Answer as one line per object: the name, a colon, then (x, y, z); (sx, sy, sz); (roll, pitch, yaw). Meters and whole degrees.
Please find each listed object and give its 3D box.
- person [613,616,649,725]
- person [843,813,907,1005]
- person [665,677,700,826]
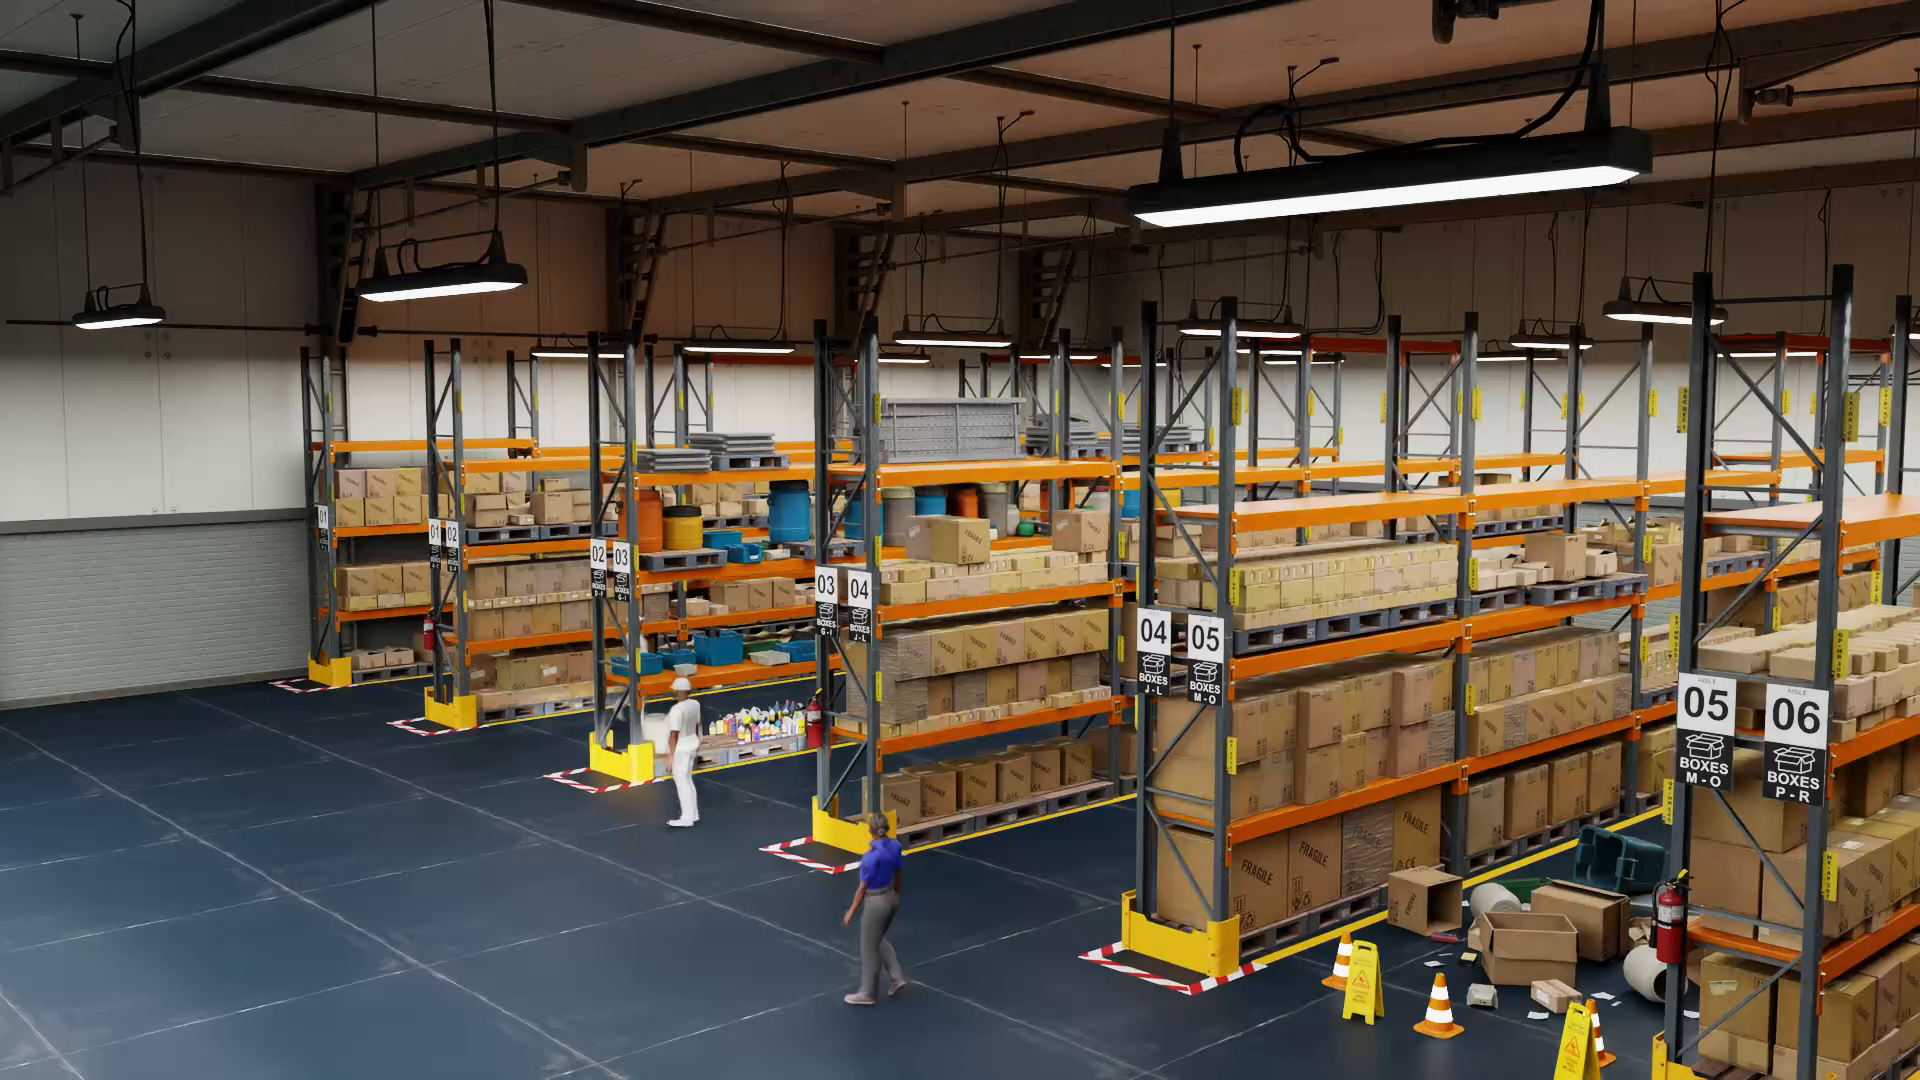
person: (-5.057, 2.002, 25.770); (0.670, 1.774, 0.565); (-1, 5, -10)
person: (-0.724, 3.146, 14.082); (0.490, 1.607, 0.524); (2, 5, 24)
person: (-3.318, 2.538, 19.913); (0.371, 1.799, 0.699); (1, 5, 14)
